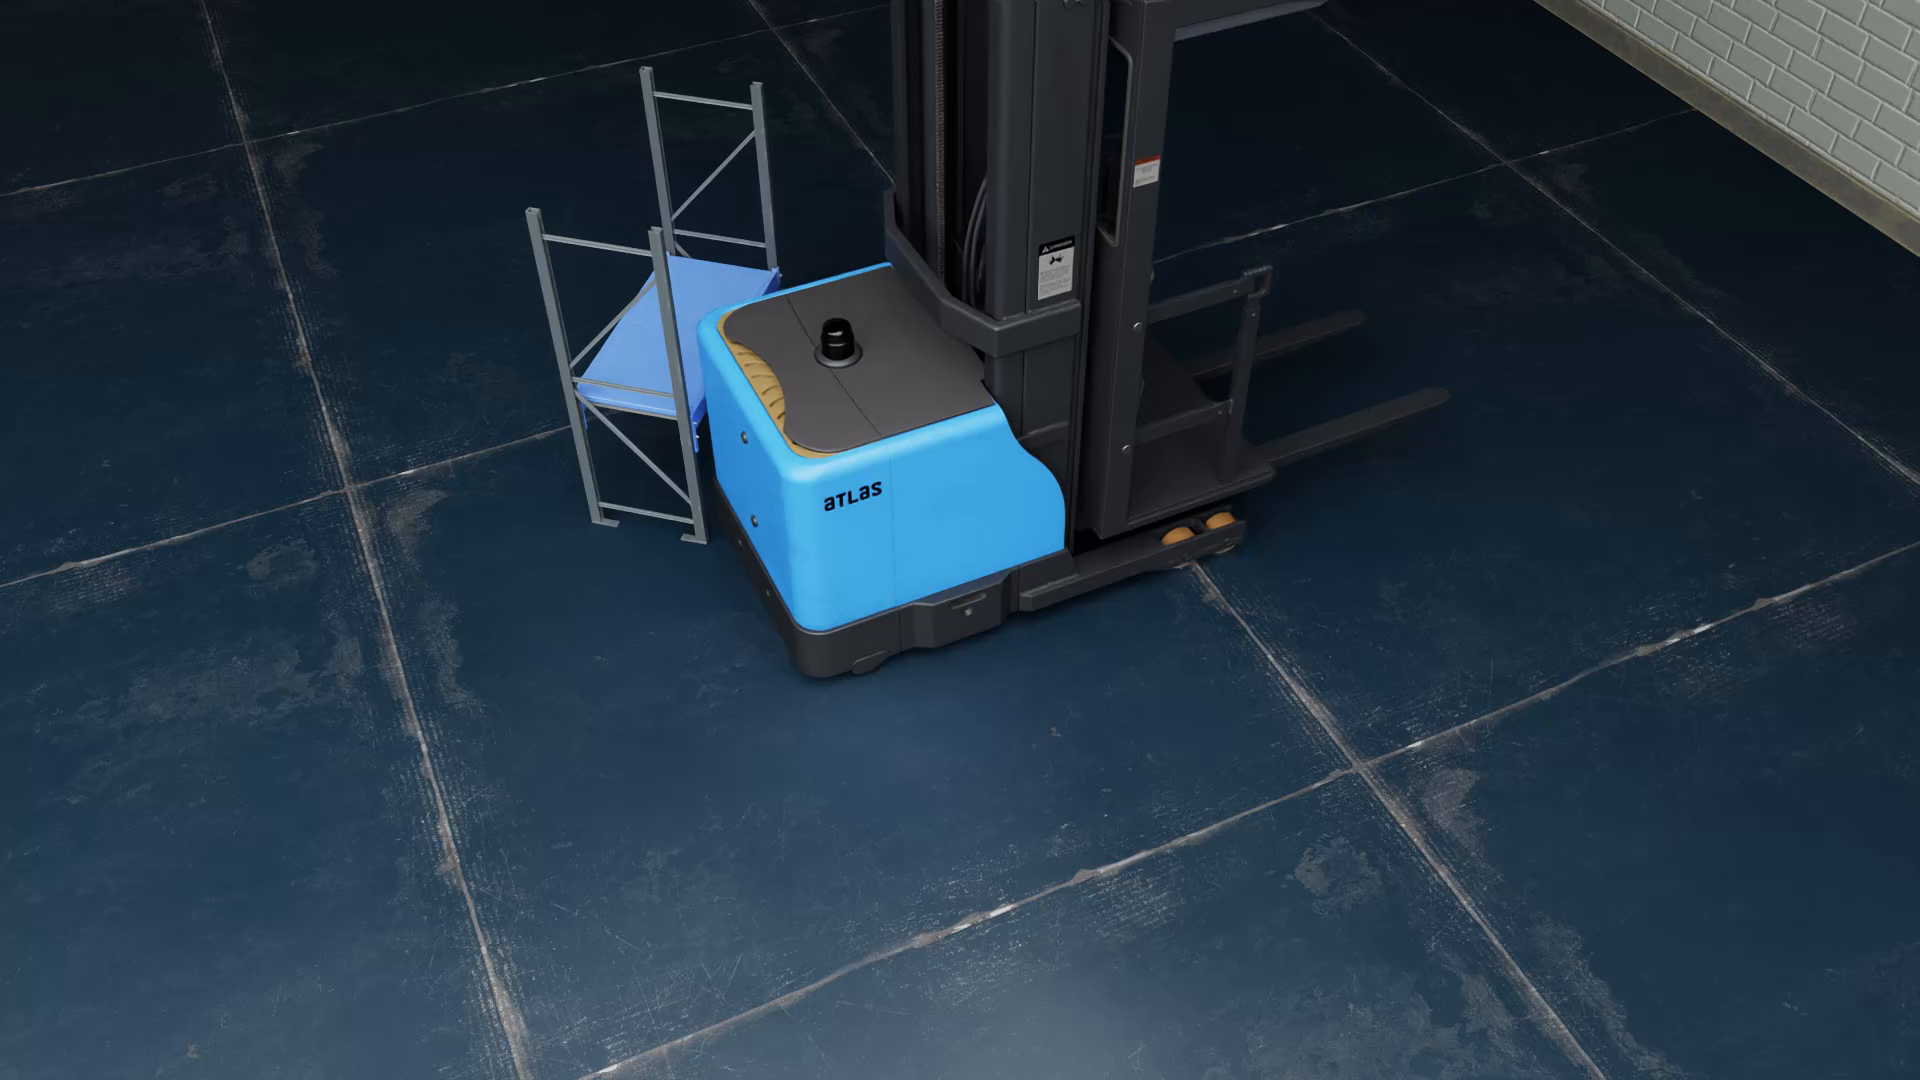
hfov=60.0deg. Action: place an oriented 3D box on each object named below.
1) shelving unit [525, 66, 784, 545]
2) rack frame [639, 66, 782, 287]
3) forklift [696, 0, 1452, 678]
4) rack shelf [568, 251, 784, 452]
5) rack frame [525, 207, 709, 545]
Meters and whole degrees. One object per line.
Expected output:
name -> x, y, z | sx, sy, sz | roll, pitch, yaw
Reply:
shelving unit -> -1.133, -0.915, 6.609 | 0.538, 1.500, 1.048 | 11, 46, 11
rack frame -> -1.003, -1.260, 6.959 | 0.500, 1.500, 0.032 | 11, 46, 11
forklift -> 0.580, -1.249, 5.929 | 3.031, 2.935, 1.130 | -19, 48, -18
rack shelf -> -1.133, -0.787, 6.735 | 0.538, 0.185, 1.000 | 11, 46, 11
rack frame -> -1.263, -0.569, 6.259 | 0.500, 1.500, 0.032 | 11, 46, 11
